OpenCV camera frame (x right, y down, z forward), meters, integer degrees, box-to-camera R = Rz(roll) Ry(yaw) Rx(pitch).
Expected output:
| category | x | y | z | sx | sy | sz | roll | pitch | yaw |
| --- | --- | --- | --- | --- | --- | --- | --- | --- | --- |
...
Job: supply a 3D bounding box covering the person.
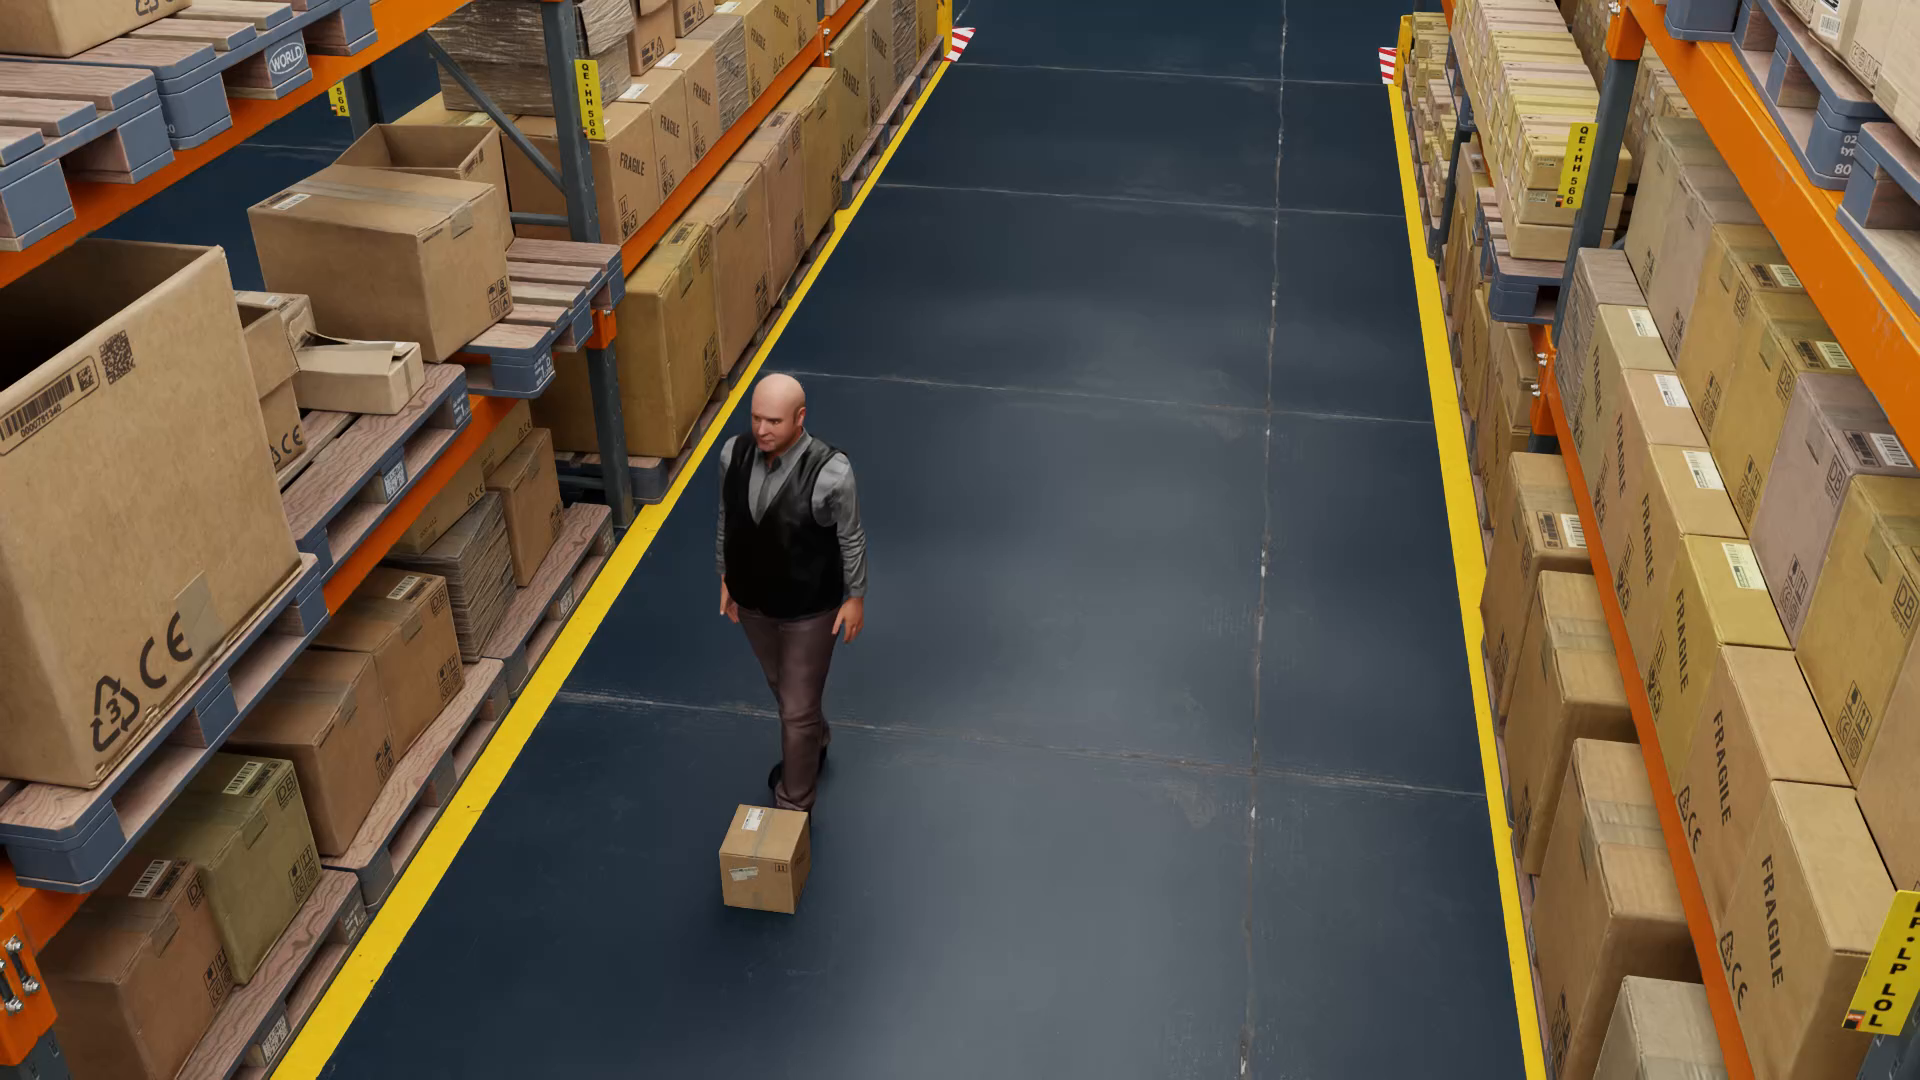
| category | x | y | z | sx | sy | sz | roll | pitch | yaw |
| --- | --- | --- | --- | --- | --- | --- | --- | --- | --- |
| person | -0.654 | 0.243 | 5.750 | 0.552 | 1.715 | 0.660 | 17 | 36 | 24 |
